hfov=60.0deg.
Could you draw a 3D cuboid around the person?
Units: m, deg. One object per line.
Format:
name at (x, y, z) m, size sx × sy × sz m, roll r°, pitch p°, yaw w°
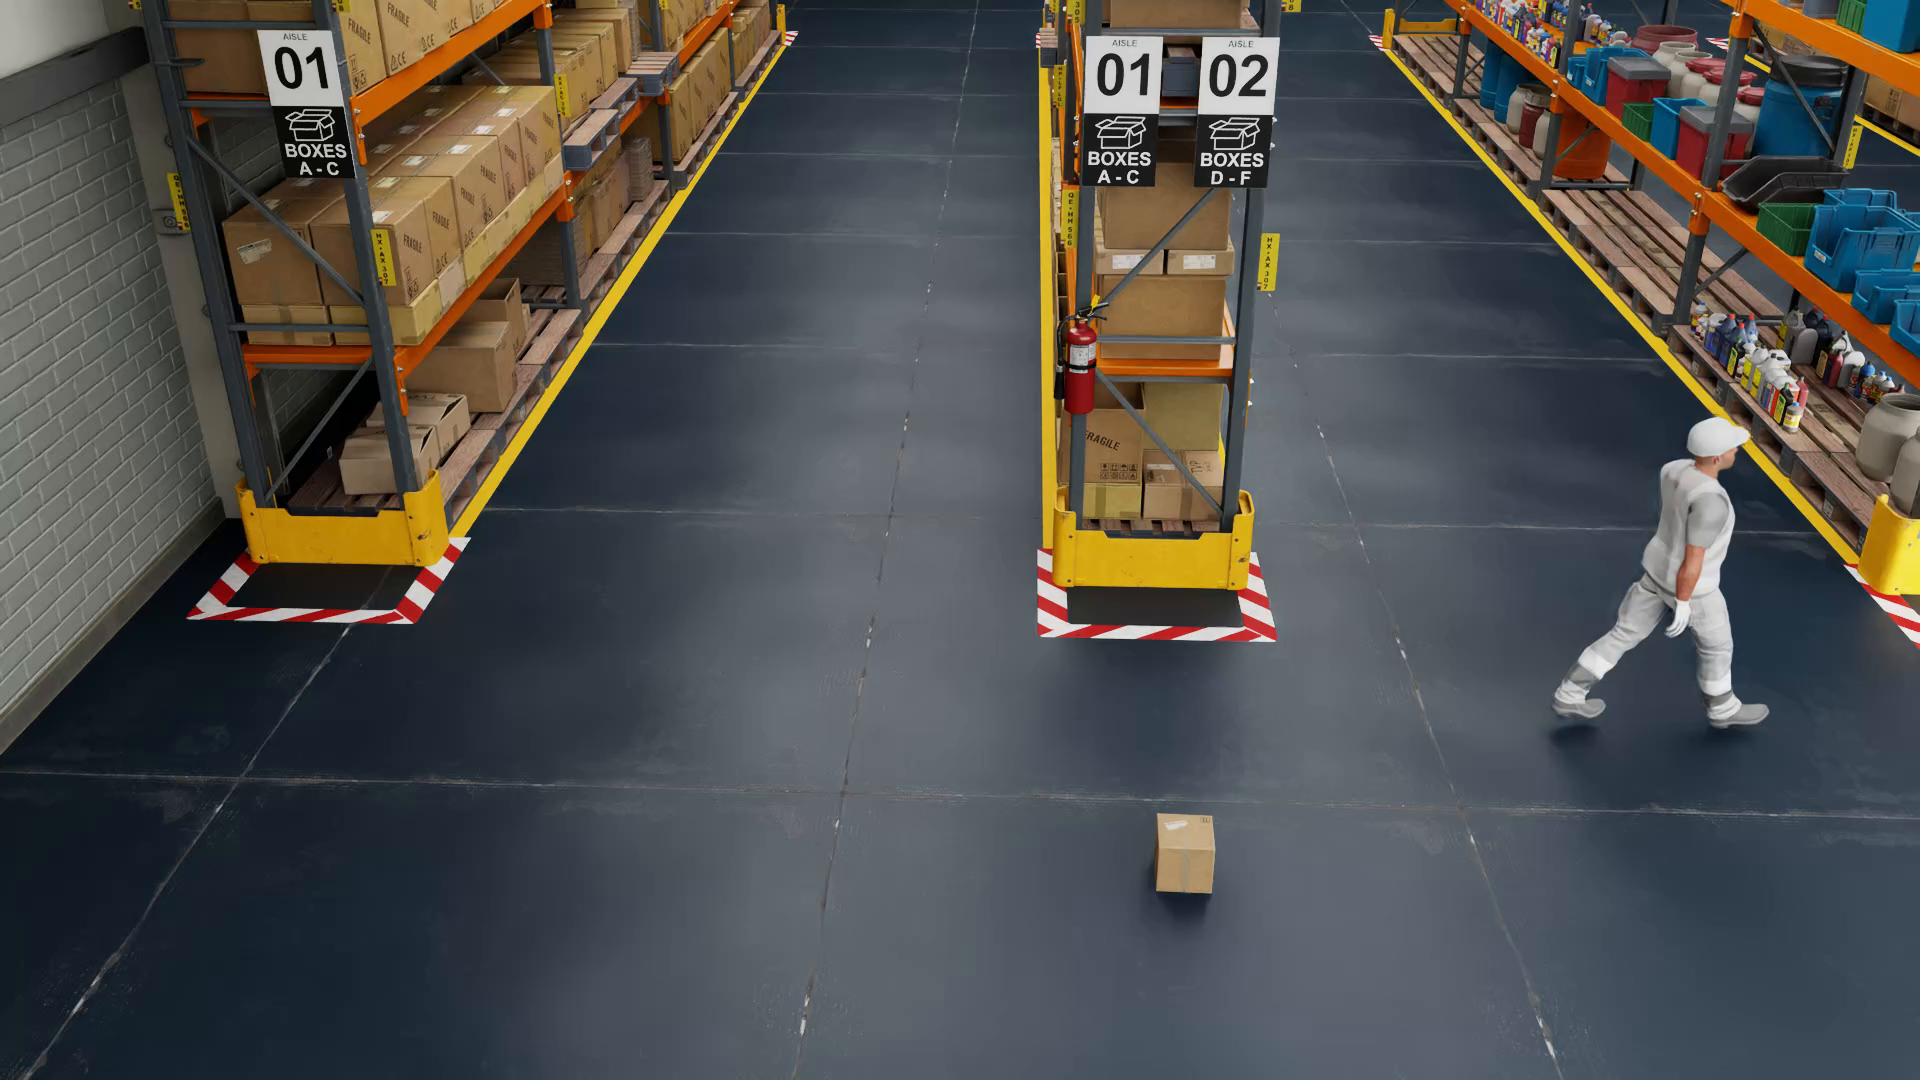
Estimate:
person at (3.617, 0.182, 8.268) m, size 1.108 × 1.739 × 0.555 m, roll -4°, pitch 28°, yaw -8°
